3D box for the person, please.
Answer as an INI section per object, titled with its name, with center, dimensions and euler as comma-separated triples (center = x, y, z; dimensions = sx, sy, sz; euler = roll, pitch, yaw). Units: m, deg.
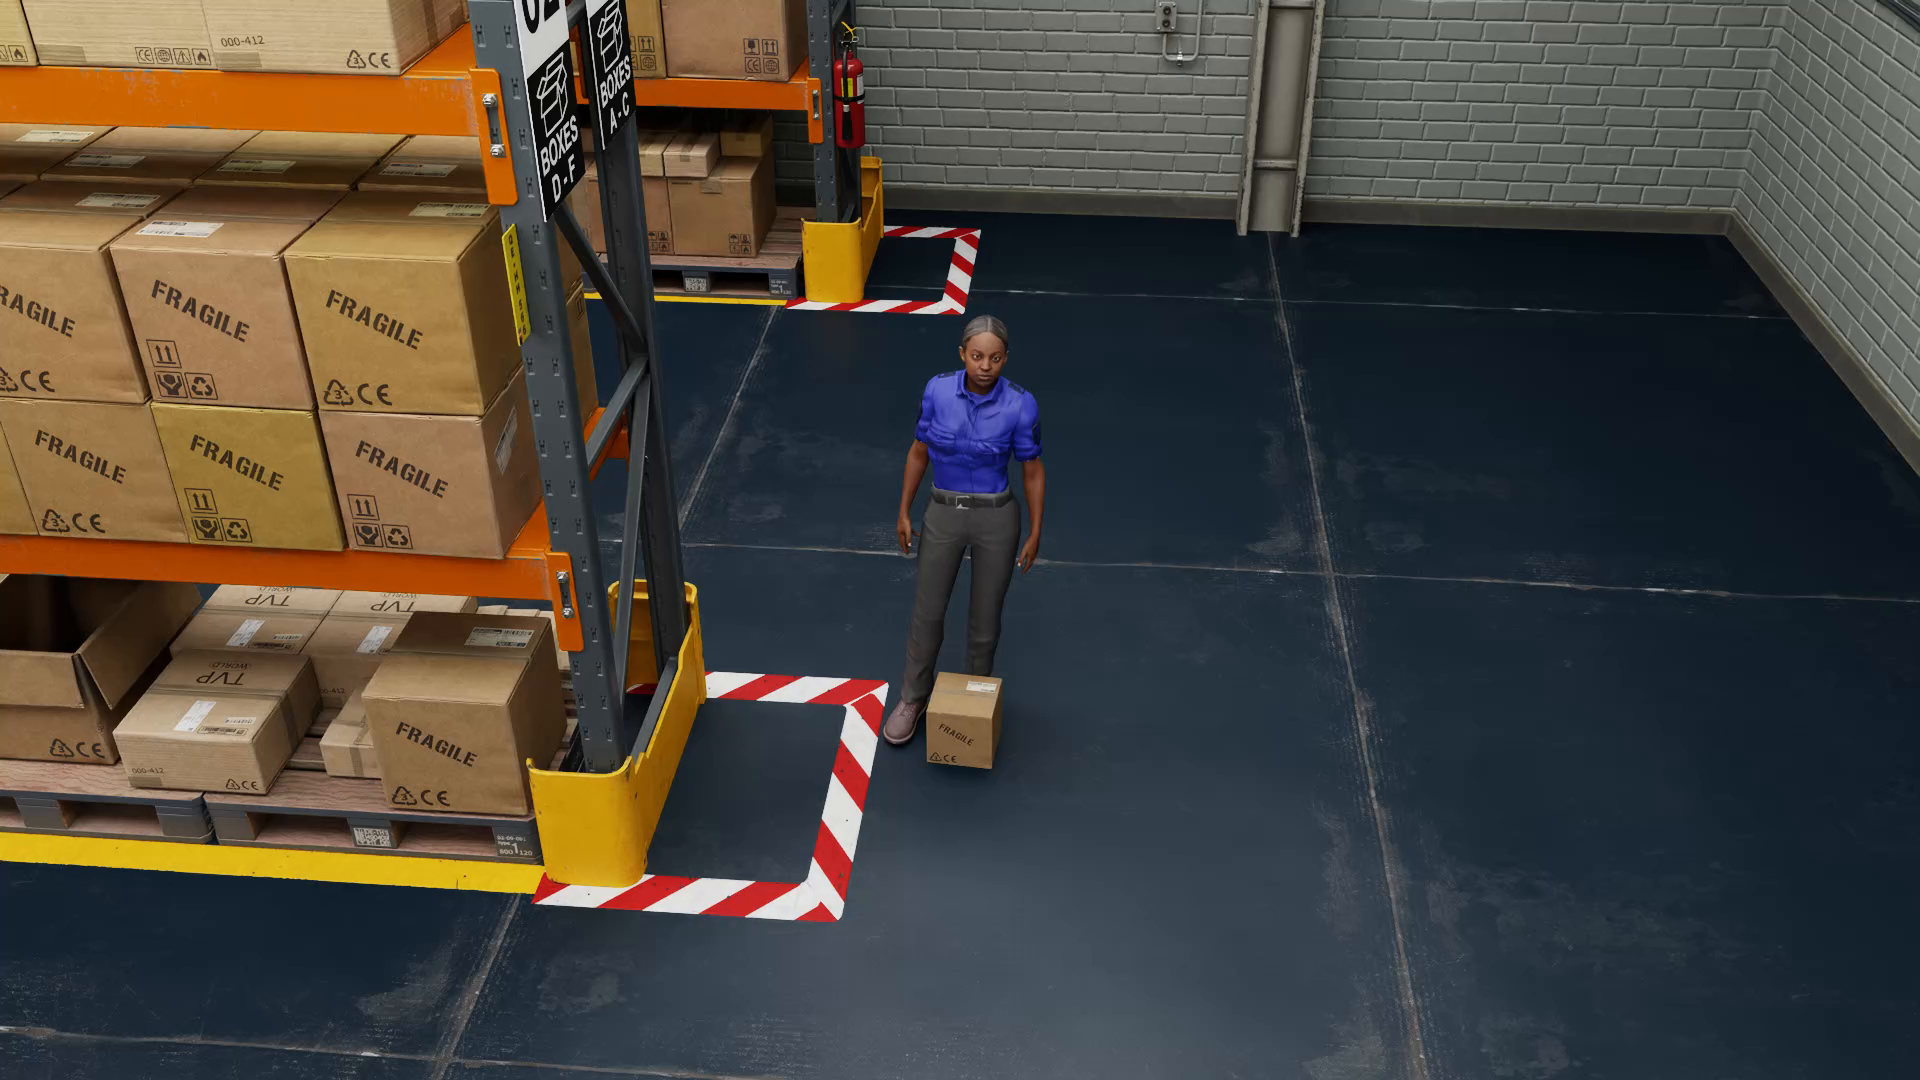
[person]
center = 0.014, -0.014, 6.147
dimensions = 0.568, 1.655, 0.504
euler = 6, 33, 9
